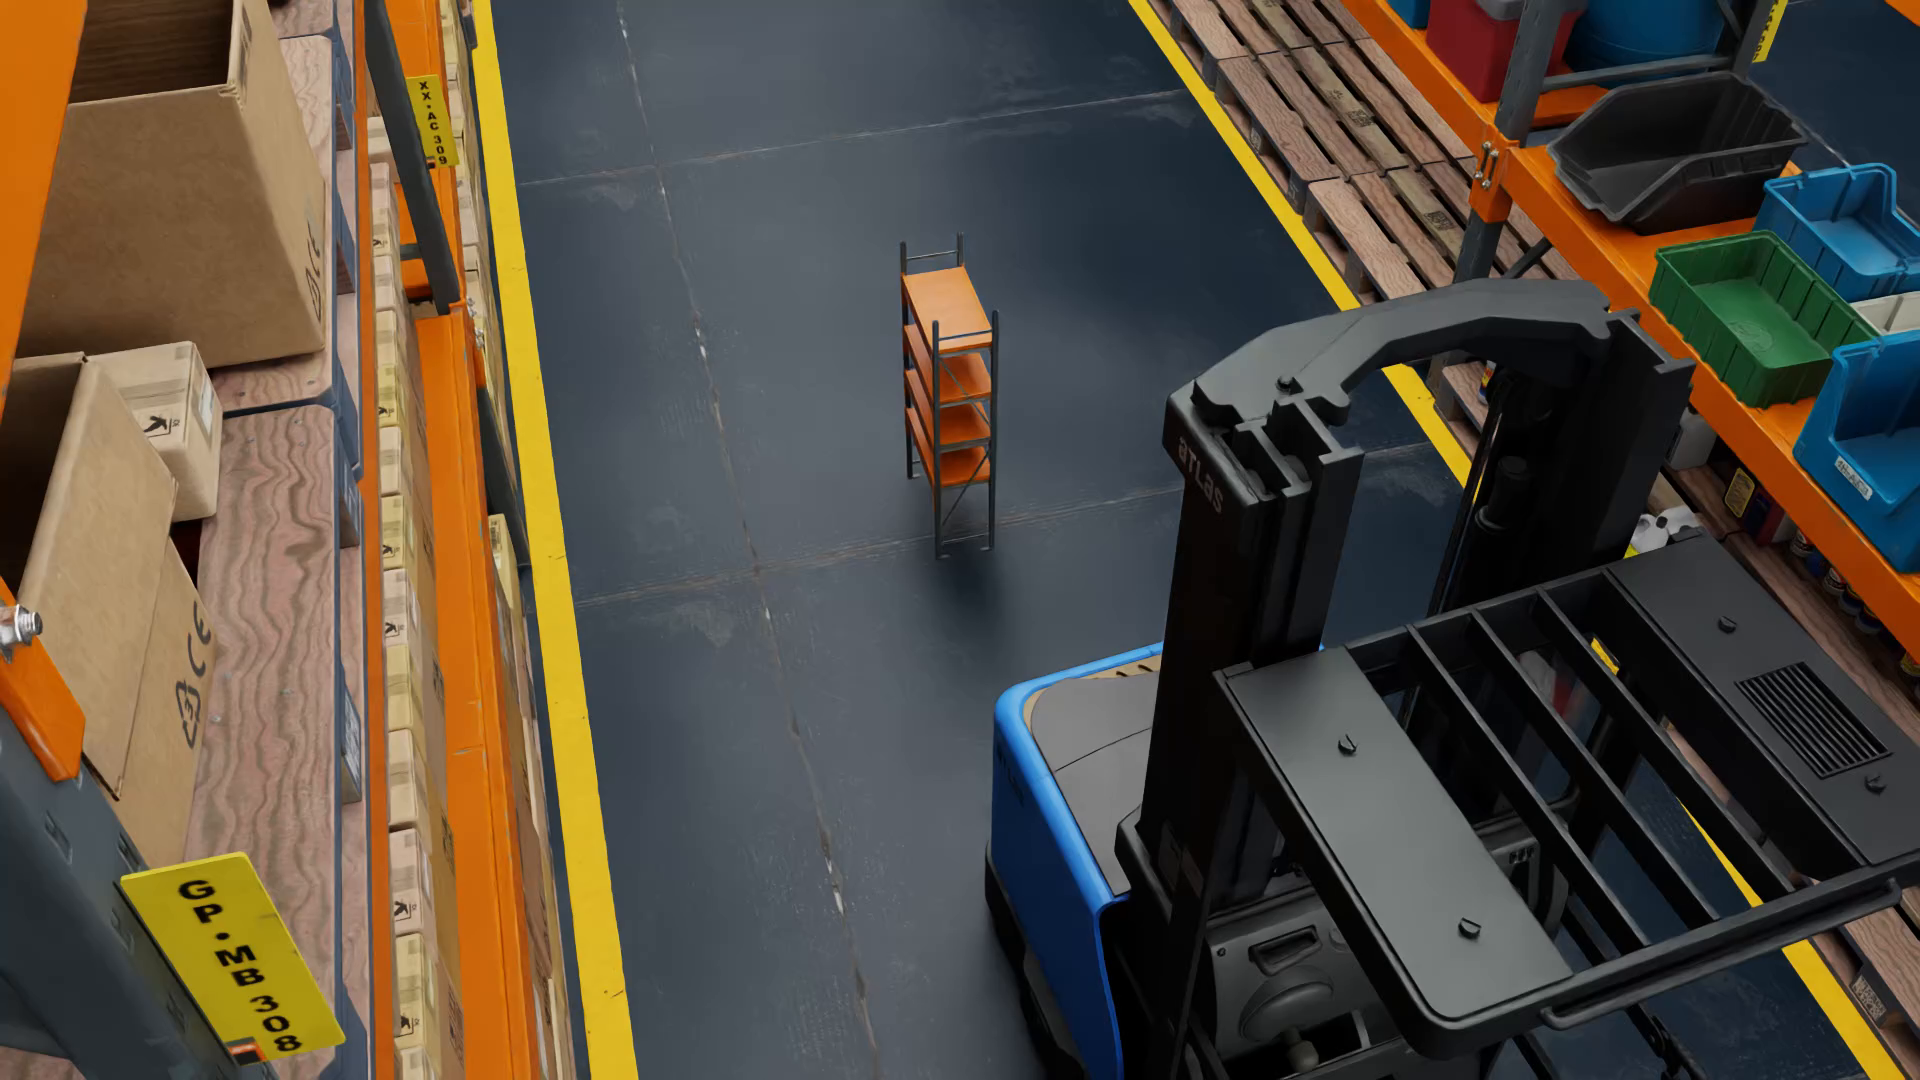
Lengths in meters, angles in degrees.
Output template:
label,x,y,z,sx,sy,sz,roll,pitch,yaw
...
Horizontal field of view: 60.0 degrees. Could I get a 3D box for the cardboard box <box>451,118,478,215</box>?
label,x,y,z,sx,sy,sz,roll,pitch,yaw
cardboard box,-2.471,-1.668,7.523,0.500,0.311,0.500,-10,46,-9

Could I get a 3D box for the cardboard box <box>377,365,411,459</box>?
label,x,y,z,sx,sy,sz,roll,pitch,yaw
cardboard box,-1.676,-0.306,4.425,0.380,0.149,0.250,-11,47,-11

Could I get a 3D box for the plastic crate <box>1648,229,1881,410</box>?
label,x,y,z,sx,sy,sz,roll,pitch,yaw
plastic crate,2.652,-0.735,5.519,0.450,0.188,0.662,-11,47,-10

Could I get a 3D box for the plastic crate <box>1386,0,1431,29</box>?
label,x,y,z,sx,sy,sz,roll,pitch,yaw
plastic crate,1.995,-2.497,7.108,0.392,0.384,0.575,-11,47,-10

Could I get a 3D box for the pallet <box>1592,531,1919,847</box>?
label,x,y,z,sx,sy,sz,roll,pitch,yaw
pallet,3.025,0.493,6.119,1.003,0.211,1.213,-11,47,-10

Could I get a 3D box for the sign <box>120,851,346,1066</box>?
label,x,y,z,sx,sy,sz,roll,pitch,yaw
sign,-0.649,0.386,1.504,0.100,0.325,0.005,-11,47,-10

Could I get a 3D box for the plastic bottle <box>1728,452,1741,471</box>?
label,x,y,z,sx,sy,sz,roll,pitch,yaw
plastic bottle,3.152,-0.372,6.608,0.061,0.283,0.133,-8,46,-8

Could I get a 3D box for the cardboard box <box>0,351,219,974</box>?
label,x,y,z,sx,sy,sz,roll,pitch,yaw
cardboard box,-1.331,0.187,1.902,0.797,0.503,0.637,-8,46,-8

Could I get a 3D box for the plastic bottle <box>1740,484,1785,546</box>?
label,x,y,z,sx,sy,sz,roll,pitch,yaw
plastic bottle,3.088,-0.121,6.362,0.061,0.283,0.133,-11,47,-10

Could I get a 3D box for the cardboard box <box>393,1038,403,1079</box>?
label,x,y,z,sx,sy,sz,roll,pitch,yaw
cardboard box,-1.308,1.016,2.675,0.700,0.500,0.500,-11,47,-10

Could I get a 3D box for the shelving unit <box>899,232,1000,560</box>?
label,x,y,z,sx,sy,sz,roll,pitch,yaw
shelving unit,-0.042,-0.534,6.433,0.258,1.200,0.503,-11,47,-10

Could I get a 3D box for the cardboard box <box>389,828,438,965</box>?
label,x,y,z,sx,sy,sz,roll,pitch,yaw
cardboard box,-1.275,0.765,3.375,0.380,0.149,0.250,-11,47,-11

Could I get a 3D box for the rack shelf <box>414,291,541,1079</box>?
label,x,y,z,sx,sy,sz,roll,pitch,yaw
rack shelf,-1.700,0.738,4.431,1.077,0.370,4.000,-11,47,-10

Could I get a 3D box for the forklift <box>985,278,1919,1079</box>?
label,x,y,z,sx,sy,sz,roll,pitch,yaw
forklift,1.073,1.029,3.690,1.130,2.935,3.031,-15,47,-14

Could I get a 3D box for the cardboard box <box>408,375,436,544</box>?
label,x,y,z,sx,sy,sz,roll,pitch,yaw
cardboard box,-1.951,-0.262,4.836,0.700,0.500,0.500,-11,47,-11

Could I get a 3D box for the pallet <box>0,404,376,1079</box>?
label,x,y,z,sx,sy,sz,roll,pitch,yaw
pallet,-1.344,0.355,2.264,1.003,0.211,1.213,-11,47,-10

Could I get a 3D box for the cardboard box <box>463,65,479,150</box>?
label,x,y,z,sx,sy,sz,roll,pitch,yaw
cardboard box,-2.730,-2.167,8.405,0.500,0.250,0.500,-11,47,-11

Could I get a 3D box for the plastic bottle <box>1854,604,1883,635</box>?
label,x,y,z,sx,sy,sz,roll,pitch,yaw
plastic bottle,3.351,0.219,6.037,0.097,0.271,0.097,0,46,0

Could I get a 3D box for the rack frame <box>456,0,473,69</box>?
label,x,y,z,sx,sy,sz,roll,pitch,yaw
rack frame,-3.236,-3.657,8.233,1.000,3.000,0.127,-11,47,-10

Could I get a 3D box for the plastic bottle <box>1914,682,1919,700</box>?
label,x,y,z,sx,sy,sz,roll,pitch,yaw
plastic bottle,3.439,0.456,5.805,0.097,0.271,0.097,0,46,0

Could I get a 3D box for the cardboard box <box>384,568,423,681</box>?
label,x,y,z,sx,sy,sz,roll,pitch,yaw
cardboard box,-1.473,0.233,3.897,0.380,0.149,0.250,-10,46,-10

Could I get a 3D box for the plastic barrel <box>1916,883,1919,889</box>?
label,x,y,z,sx,sy,sz,roll,pitch,yaw
plastic barrel,3.231,0.901,5.215,0.421,0.512,0.421,0,46,0

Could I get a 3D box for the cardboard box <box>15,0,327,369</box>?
label,x,y,z,sx,sy,sz,roll,pitch,yaw
cardboard box,-1.348,-0.611,2.686,0.500,0.500,0.500,-11,47,-10

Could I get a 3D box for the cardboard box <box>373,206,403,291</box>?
label,x,y,z,sx,sy,sz,roll,pitch,yaw
cardboard box,-1.873,-0.837,4.946,0.380,0.149,0.250,-12,47,-11

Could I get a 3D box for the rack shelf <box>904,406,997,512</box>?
label,x,y,z,sx,sy,sz,roll,pitch,yaw
rack shelf,-0.042,-0.348,6.623,0.258,0.148,0.480,-11,47,-10

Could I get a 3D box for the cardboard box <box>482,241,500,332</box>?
label,x,y,z,sx,sy,sz,roll,pitch,yaw
cardboard box,-2.340,-1.114,7.372,0.500,0.250,0.500,-12,47,-12

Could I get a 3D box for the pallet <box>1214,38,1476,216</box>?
label,x,y,z,sx,sy,sz,roll,pitch,yaw
pallet,2.023,-2.201,8.759,1.003,0.211,1.213,-11,47,-10

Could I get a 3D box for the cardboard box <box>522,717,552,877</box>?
label,x,y,z,sx,sy,sz,roll,pitch,yaw
cardboard box,-1.621,0.890,5.409,0.500,0.250,0.500,-11,47,-10

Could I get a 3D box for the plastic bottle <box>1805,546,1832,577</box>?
label,x,y,z,sx,sy,sz,roll,pitch,yaw
plastic bottle,3.274,0.010,6.242,0.097,0.271,0.097,0,46,0

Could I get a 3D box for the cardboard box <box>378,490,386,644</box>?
label,x,y,z,sx,sy,sz,roll,pitch,yaw
cardboard box,-1.706,-0.039,3.710,0.700,0.500,0.500,-11,47,-10

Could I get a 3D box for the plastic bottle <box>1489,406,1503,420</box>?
label,x,y,z,sx,sy,sz,roll,pitch,yaw
plastic bottle,2.262,-0.602,6.891,0.097,0.201,0.097,0,46,0

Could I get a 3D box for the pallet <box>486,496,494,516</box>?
label,x,y,z,sx,sy,sz,roll,pitch,yaw
pallet,-2.438,-0.421,7.014,1.003,0.211,1.213,-11,47,-10

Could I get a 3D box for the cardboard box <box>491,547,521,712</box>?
label,x,y,z,sx,sy,sz,roll,pitch,yaw
cardboard box,-1.765,0.286,5.476,0.500,0.500,0.500,-11,47,-10

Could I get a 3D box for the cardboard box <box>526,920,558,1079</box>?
label,x,y,z,sx,sy,sz,roll,pitch,yaw
cardboard box,-1.380,1.321,4.461,0.500,0.500,0.500,-11,47,-10

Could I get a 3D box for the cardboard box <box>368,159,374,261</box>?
label,x,y,z,sx,sy,sz,roll,pitch,yaw
cardboard box,-2.092,-1.079,4.729,0.700,0.500,0.500,-10,47,-10

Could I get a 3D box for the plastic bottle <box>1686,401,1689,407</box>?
label,x,y,z,sx,sy,sz,roll,pitch,yaw
plastic bottle,2.882,-0.607,6.791,0.144,0.351,0.185,-11,47,-10

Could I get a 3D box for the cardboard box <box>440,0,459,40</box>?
label,x,y,z,sx,sy,sz,roll,pitch,yaw
cardboard box,-2.863,-2.721,8.555,0.500,0.311,0.500,-10,46,-9

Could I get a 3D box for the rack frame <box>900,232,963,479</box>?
label,x,y,z,sx,sy,sz,roll,pitch,yaw
rack frame,-0.105,-0.703,6.599,0.240,1.200,0.015,-11,47,-10

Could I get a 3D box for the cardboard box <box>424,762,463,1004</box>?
label,x,y,z,sx,sy,sz,roll,pitch,yaw
cardboard box,-1.555,0.801,3.794,0.700,0.500,0.500,-10,46,-10

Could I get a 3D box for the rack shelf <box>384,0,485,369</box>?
label,x,y,z,sx,sy,sz,roll,pitch,yaw
rack shelf,-2.724,-2.024,7.137,1.077,0.370,4.000,-11,47,-10

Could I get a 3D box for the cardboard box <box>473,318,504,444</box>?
label,x,y,z,sx,sy,sz,roll,pitch,yaw
cardboard box,-2.077,-0.607,6.483,0.500,0.311,0.500,-11,47,-10
